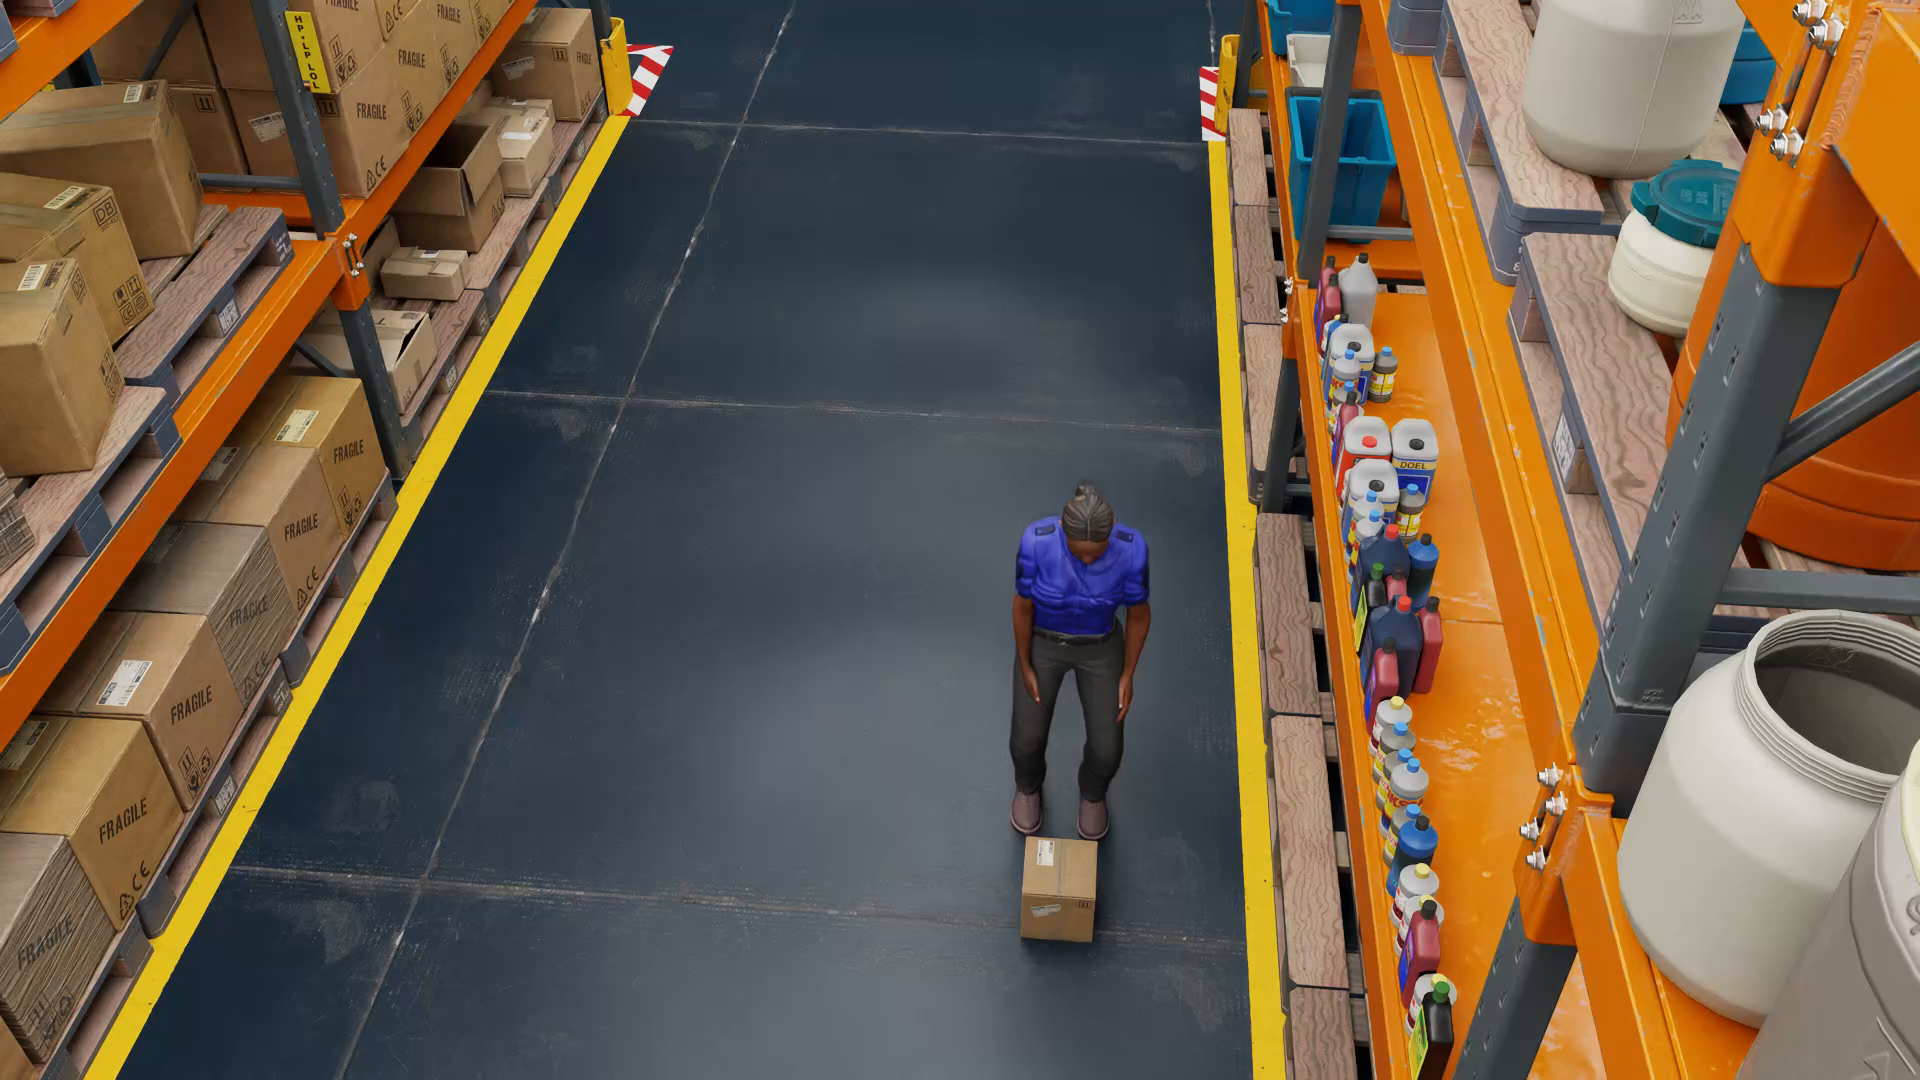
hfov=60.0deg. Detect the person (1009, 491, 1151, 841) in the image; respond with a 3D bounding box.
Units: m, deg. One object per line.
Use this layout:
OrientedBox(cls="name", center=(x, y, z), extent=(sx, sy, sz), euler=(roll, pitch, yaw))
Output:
OrientedBox(cls="person", center=(0.409, 0.416, 5.745), extent=(0.469, 1.575, 0.430), euler=(4, 40, 4))
